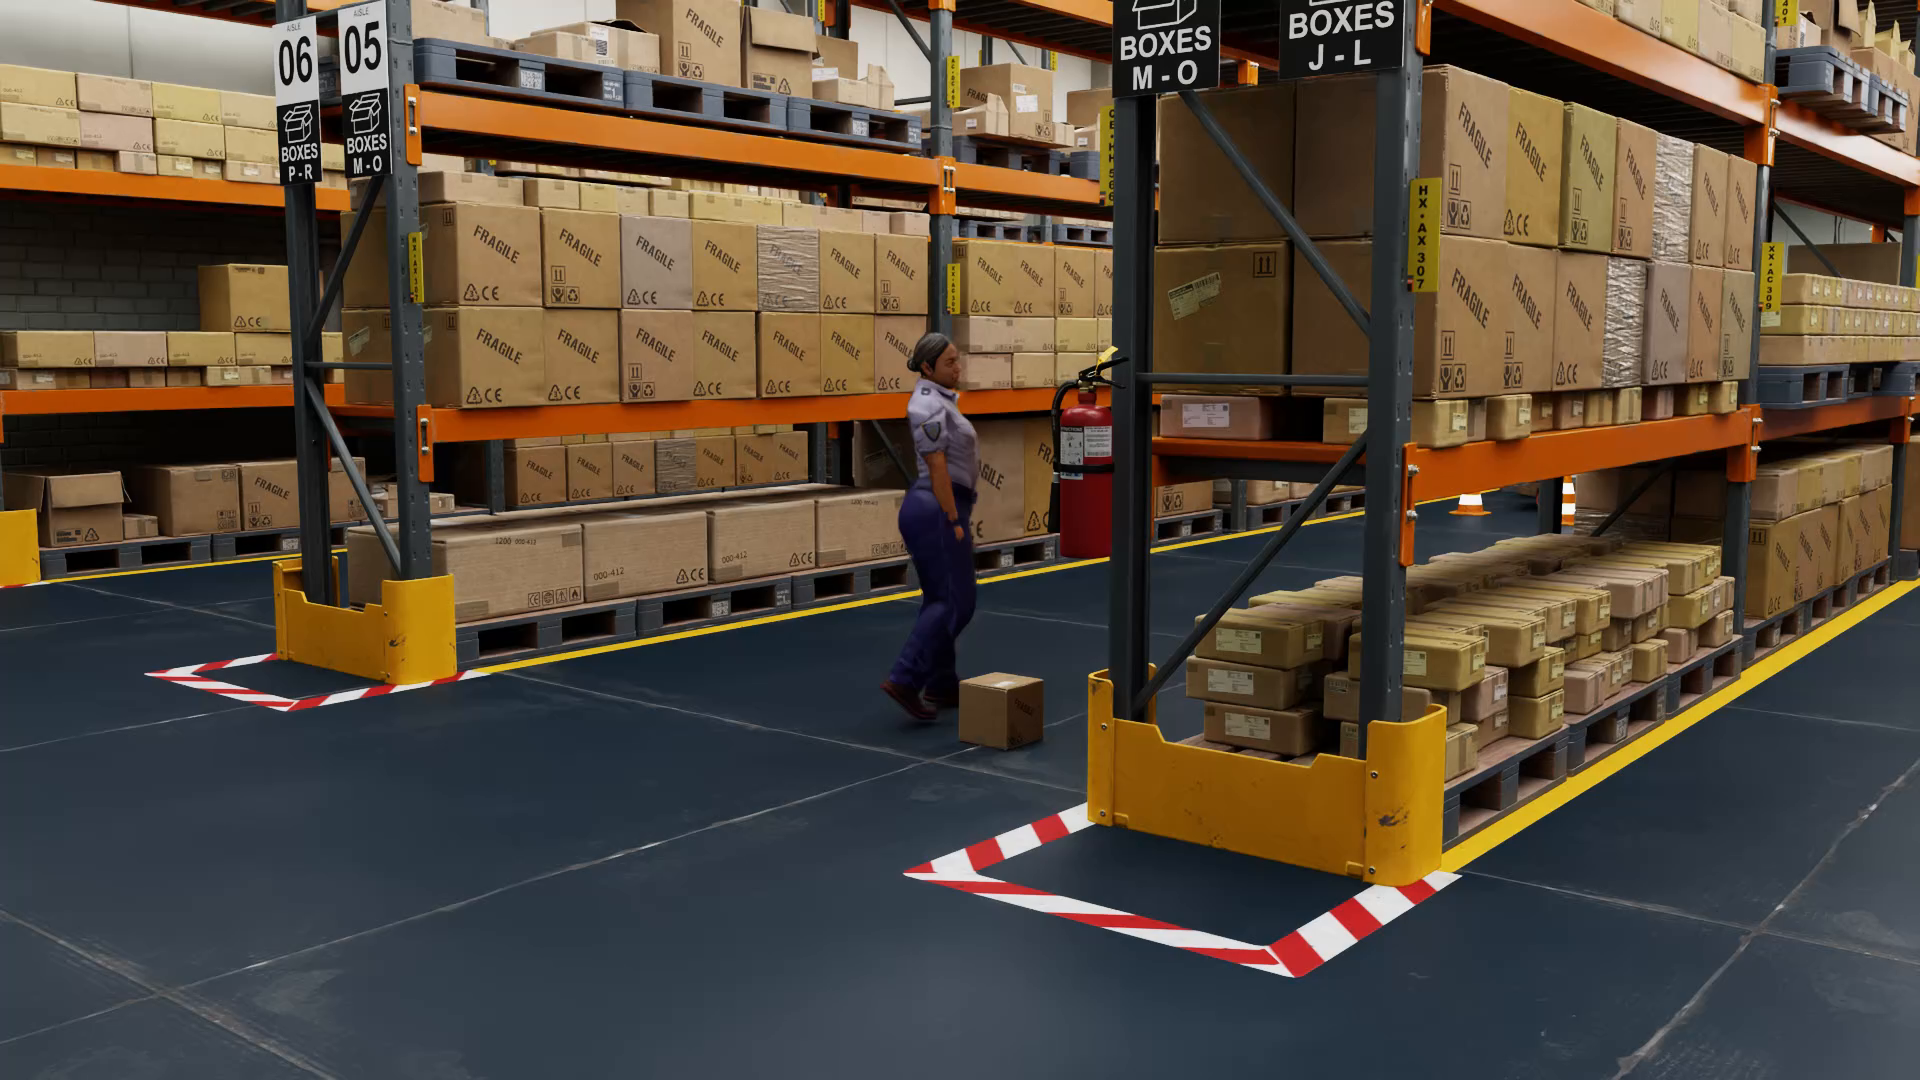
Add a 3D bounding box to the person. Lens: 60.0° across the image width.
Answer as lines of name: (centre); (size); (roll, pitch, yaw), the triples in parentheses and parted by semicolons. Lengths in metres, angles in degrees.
person: (-0.113, -0.065, 7.204); (0.430, 1.657, 0.597); (0, 7, 2)
